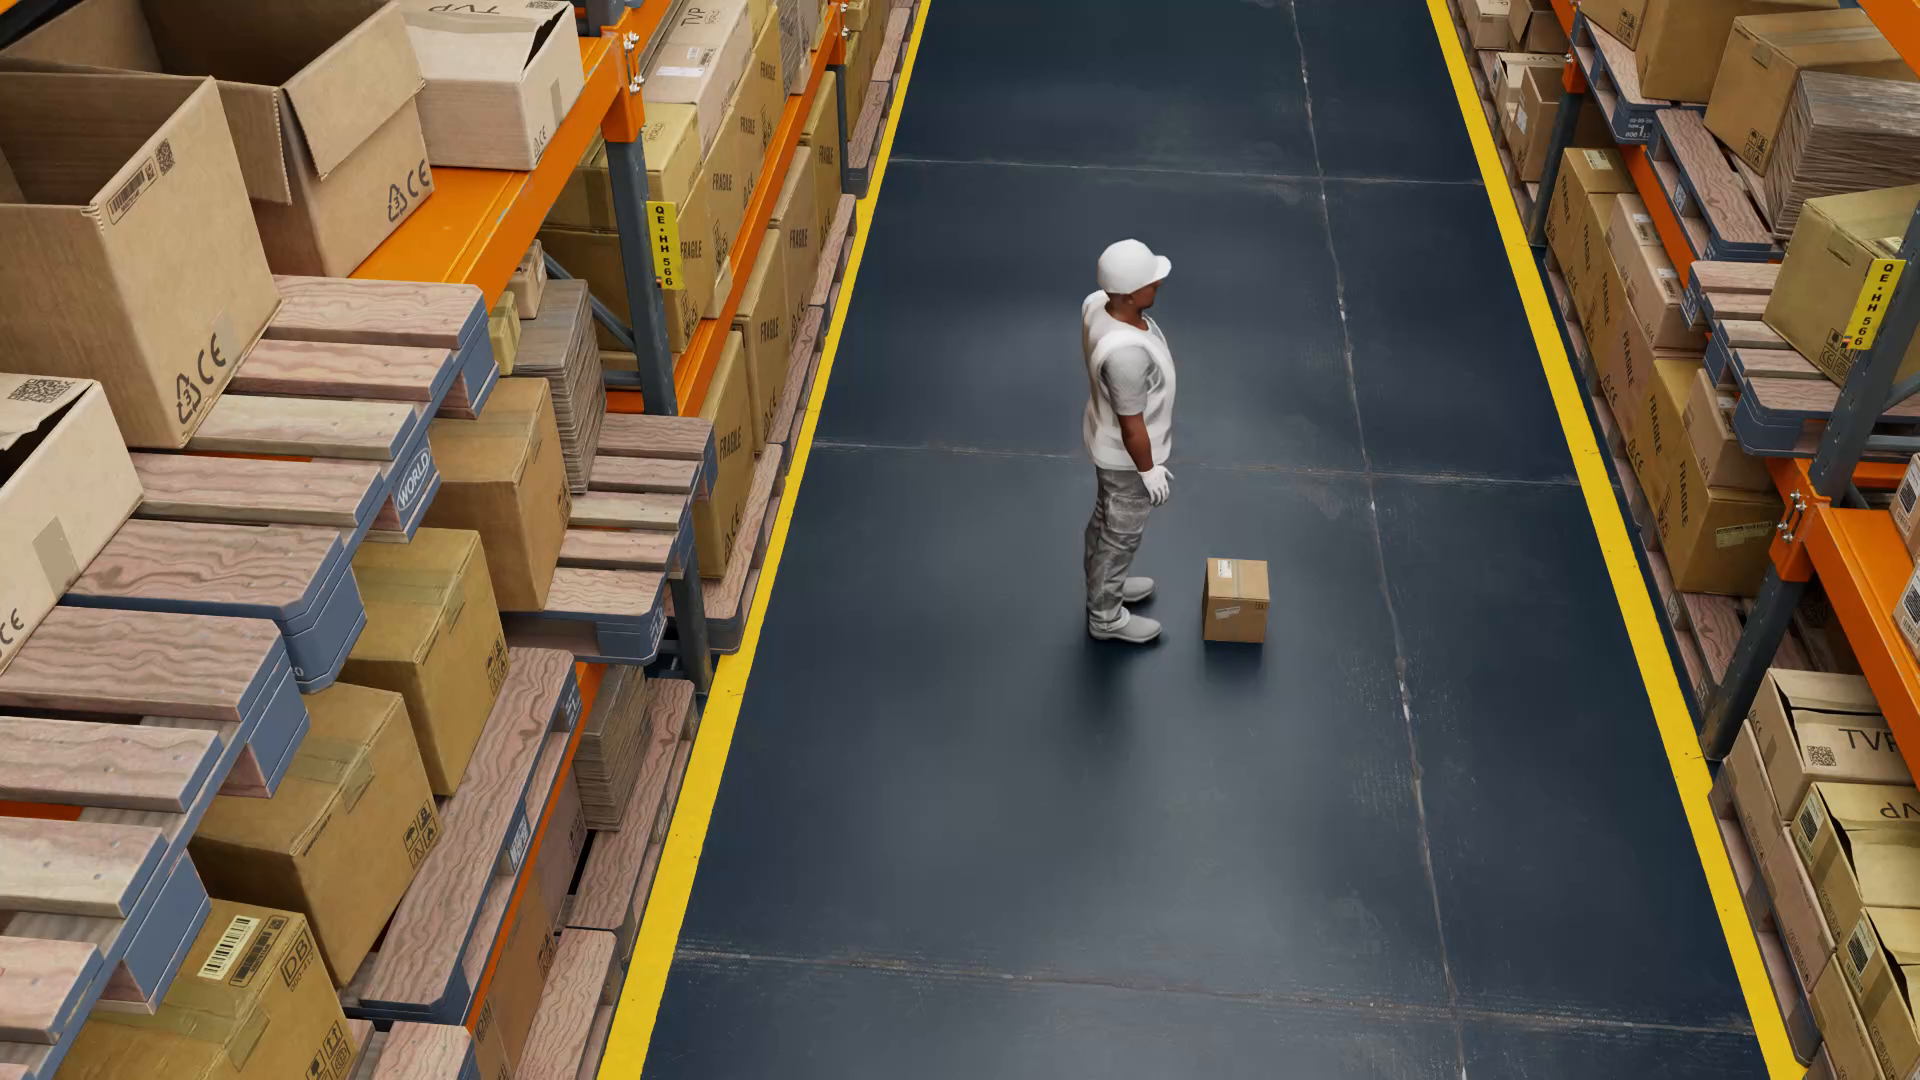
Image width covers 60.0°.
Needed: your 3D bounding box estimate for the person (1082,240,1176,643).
[{"bbox_3d":[0.662,-0.388,6.567,0.385,1.787,0.558,-3,40,-3],"label":"person"}]
